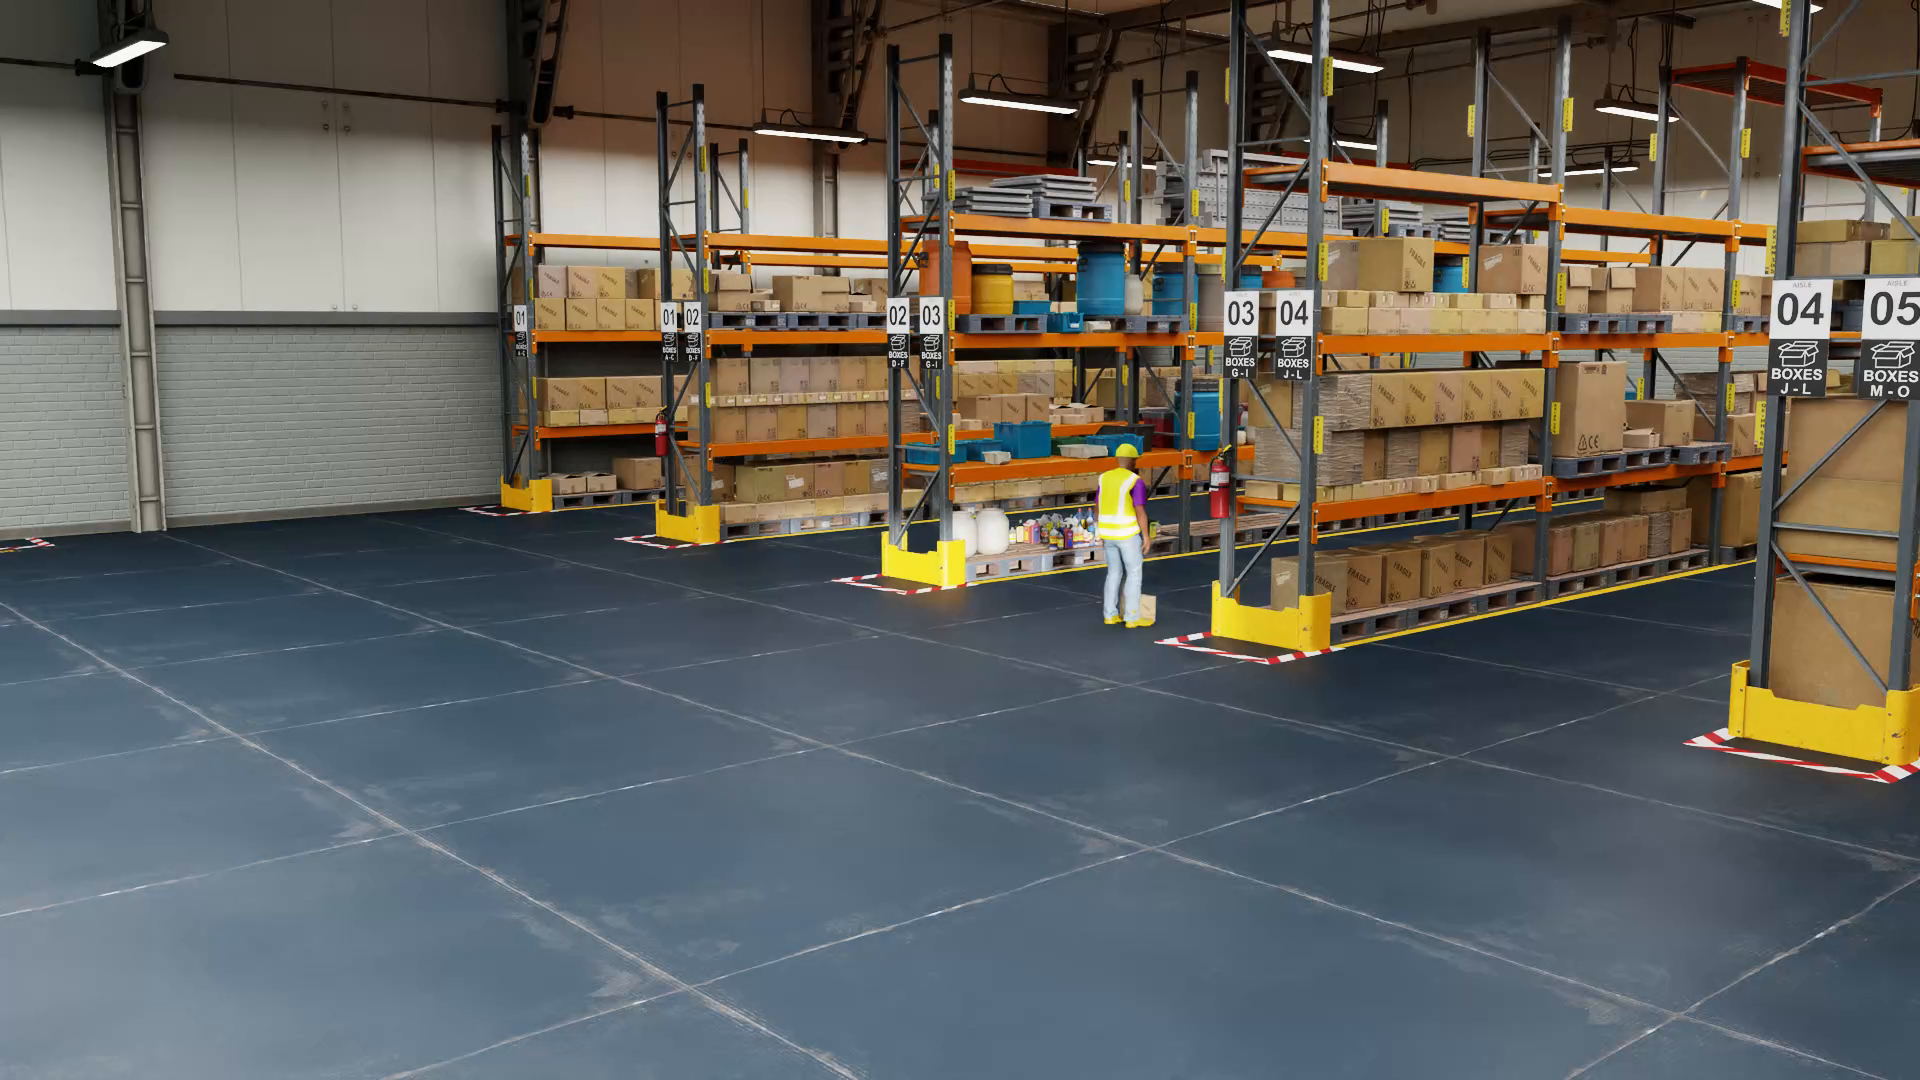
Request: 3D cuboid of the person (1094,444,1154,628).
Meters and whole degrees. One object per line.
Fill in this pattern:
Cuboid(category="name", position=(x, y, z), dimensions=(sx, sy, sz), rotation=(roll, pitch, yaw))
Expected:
Cuboid(category="person", position=(1.585, -0.052, 16.115), dimensions=(0.463, 1.759, 0.626), rotation=(-7, 10, -43))
